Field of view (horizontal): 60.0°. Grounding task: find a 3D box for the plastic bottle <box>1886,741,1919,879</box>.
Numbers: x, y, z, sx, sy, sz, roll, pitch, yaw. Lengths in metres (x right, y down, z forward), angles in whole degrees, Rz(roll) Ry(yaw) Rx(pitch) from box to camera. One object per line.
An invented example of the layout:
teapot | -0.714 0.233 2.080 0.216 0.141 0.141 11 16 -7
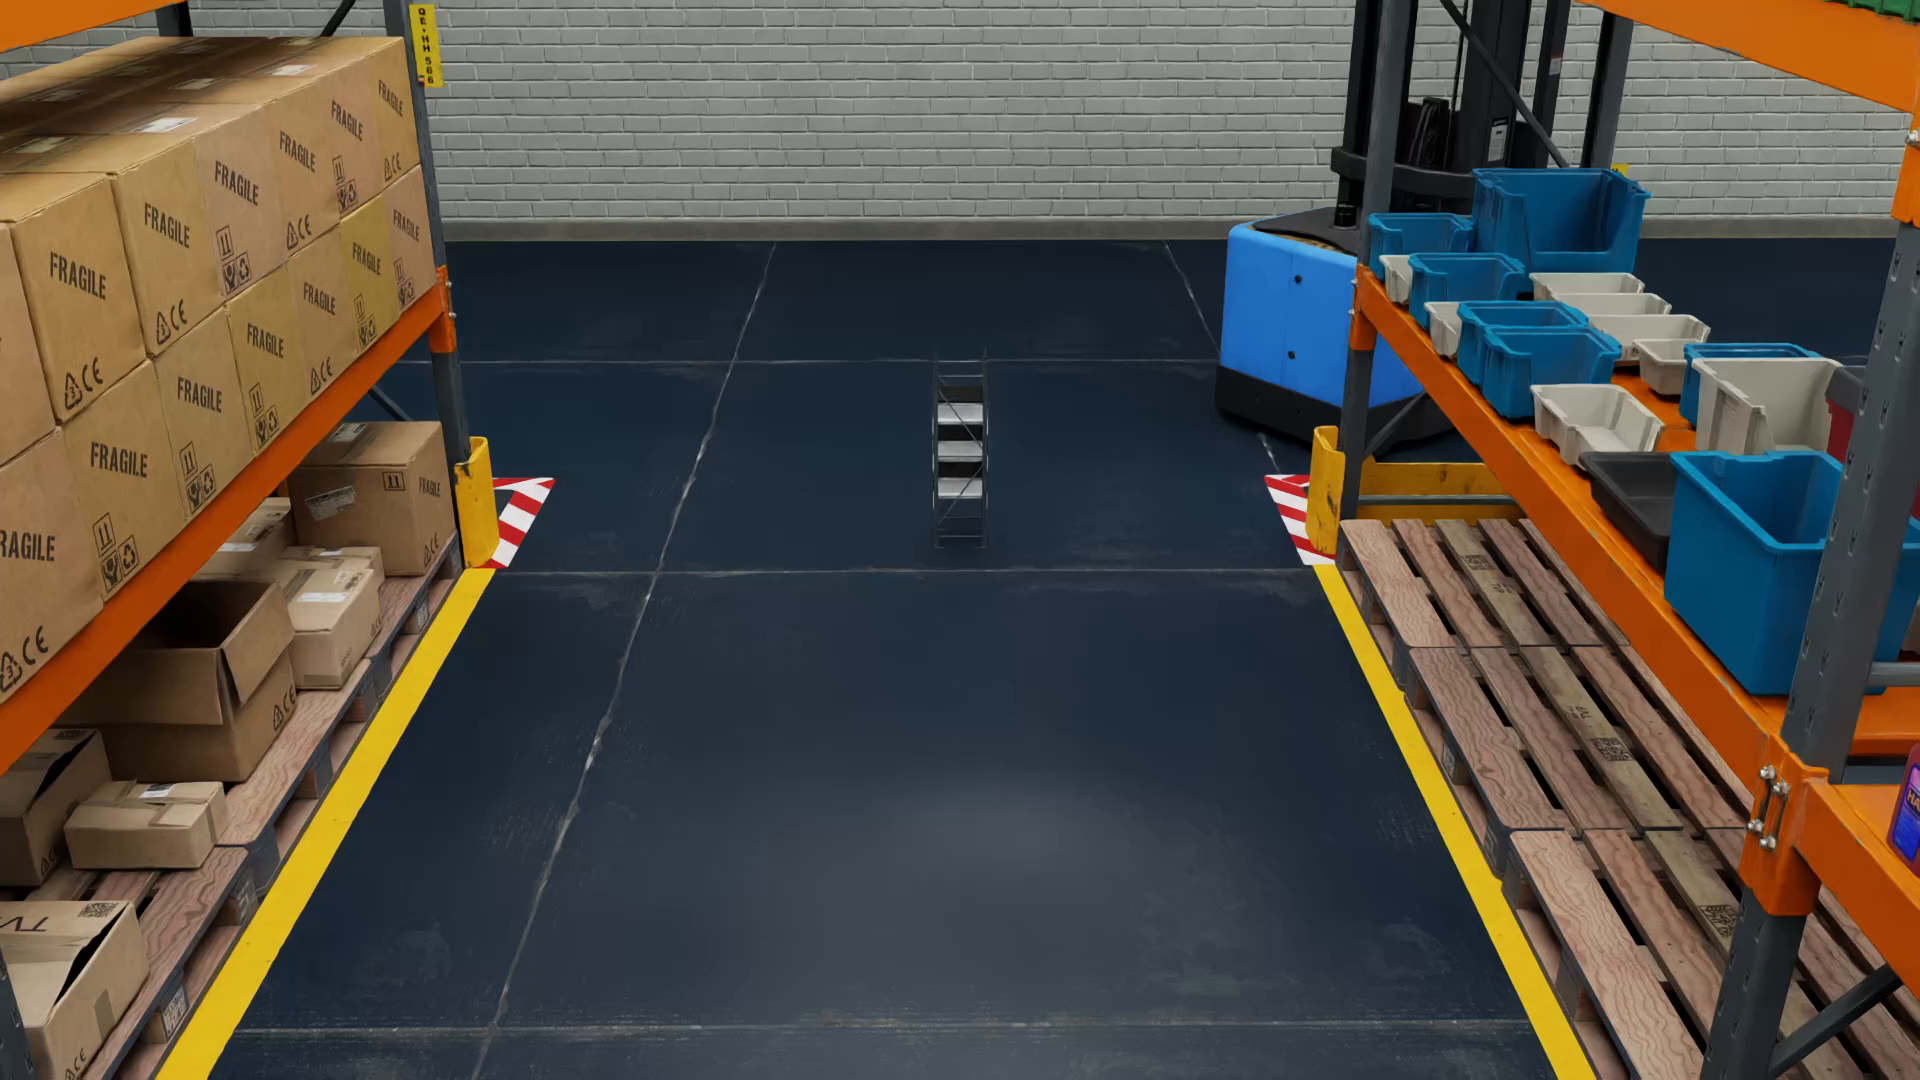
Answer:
plastic bottle | 1.850 0.492 3.163 0.061 0.283 0.133 0 24 -1

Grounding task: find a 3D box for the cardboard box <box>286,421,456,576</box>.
cardboard box | -2.471 -0.180 7.008 0.500 0.500 0.500 0 24 -1

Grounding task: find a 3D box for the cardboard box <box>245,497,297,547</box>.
cardboard box | -3.063 -0.069 7.188 0.380 0.149 0.250 0 24 -1

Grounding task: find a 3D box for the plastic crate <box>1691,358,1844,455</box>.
plastic crate | 2.441 -0.317 4.883 0.437 0.282 0.530 0 24 -1

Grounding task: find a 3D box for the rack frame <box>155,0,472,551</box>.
rack frame | -2.724 -1.342 7.076 1.000 3.000 0.127 0 24 -1

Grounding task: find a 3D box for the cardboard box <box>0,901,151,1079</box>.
cardboard box | -2.468 1.157 4.280 0.500 0.311 0.500 0 24 -1

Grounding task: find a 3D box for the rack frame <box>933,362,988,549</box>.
rack frame | 0.001 -0.371 7.479 0.240 0.900 0.006 0 24 -1

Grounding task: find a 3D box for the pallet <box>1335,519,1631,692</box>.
pallet | 2.200 0.248 6.945 1.003 0.211 1.213 0 24 -1

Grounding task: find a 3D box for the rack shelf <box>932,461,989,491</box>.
rack shelf | 0.000 -0.301 7.623 0.258 0.077 0.200 0 24 -1

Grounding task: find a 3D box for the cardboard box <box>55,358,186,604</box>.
cardboard box | -2.422 -0.161 4.345 0.500 0.500 0.500 0 24 0

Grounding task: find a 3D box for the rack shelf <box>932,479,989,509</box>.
rack shelf | 0.000 -0.219 7.660 0.258 0.077 0.200 0 24 -1

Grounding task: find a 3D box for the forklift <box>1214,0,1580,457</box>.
forklift | 2.895 -2.238 9.142 3.031 2.935 1.130 -17 30 -33

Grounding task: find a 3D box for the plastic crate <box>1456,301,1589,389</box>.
plastic crate | 1.917 -0.668 5.716 0.416 0.233 0.300 0 24 -1

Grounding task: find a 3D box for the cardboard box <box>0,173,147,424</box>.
cardboard box | -2.410 -0.602 4.107 0.500 0.500 0.500 -1 24 -2

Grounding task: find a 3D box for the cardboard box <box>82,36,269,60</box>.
cardboard box | -2.983 -1.659 6.443 0.500 0.500 0.500 0 24 1

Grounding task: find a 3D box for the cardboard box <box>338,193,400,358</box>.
cardboard box | -2.437 -0.990 6.178 0.500 0.500 0.500 0 24 0

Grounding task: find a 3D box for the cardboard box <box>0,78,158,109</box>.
cardboard box | -2.969 -1.237 5.510 0.500 0.500 0.500 0 24 0

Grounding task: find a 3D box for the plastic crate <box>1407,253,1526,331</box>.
plastic crate | 1.910 -0.939 6.316 0.416 0.233 0.300 0 24 -1

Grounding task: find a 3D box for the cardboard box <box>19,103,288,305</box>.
cardboard box | -2.422 -1.027 5.046 0.500 0.500 0.500 0 24 1

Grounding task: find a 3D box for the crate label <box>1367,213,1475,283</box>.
crate label | 1.903 -1.210 6.916 0.416 0.233 0.303 0 24 -1

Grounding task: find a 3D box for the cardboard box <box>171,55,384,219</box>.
cardboard box | -2.438 -1.452 5.986 0.500 0.500 0.500 0 24 1

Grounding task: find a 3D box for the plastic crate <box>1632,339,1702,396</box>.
plastic crate | 2.457 -0.578 5.636 0.298 0.136 0.250 0 24 -1

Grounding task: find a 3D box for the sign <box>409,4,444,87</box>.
sign | -2.169 -2.007 6.760 0.100 0.325 0.005 0 24 -1

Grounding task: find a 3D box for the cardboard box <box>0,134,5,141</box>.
cardboard box | -2.958 -0.820 4.589 0.500 0.500 0.500 0 24 0

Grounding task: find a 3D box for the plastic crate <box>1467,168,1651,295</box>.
plastic crate | 2.420 -1.269 6.799 0.616 0.435 0.499 0 24 -1

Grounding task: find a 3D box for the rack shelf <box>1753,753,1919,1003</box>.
rack shelf | 2.295 1.438 1.804 1.077 0.370 4.000 0 24 -1

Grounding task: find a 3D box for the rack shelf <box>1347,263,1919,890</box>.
rack shelf | 2.251 -0.210 5.448 1.077 0.370 4.000 0 24 -1

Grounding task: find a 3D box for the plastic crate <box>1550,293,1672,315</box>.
plastic crate | 2.408 -0.815 6.159 0.396 0.136 0.243 0 24 -1

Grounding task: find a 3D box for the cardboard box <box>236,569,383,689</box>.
cardboard box | -2.491 0.325 6.193 0.500 0.250 0.500 0 24 -1

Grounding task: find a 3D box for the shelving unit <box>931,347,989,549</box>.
shelving unit | 0.000 -0.413 7.572 0.258 0.900 0.210 0 24 -1

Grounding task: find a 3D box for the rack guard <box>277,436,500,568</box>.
rack guard | -2.723 -0.171 7.522 1.175 0.500 0.348 0 24 -1

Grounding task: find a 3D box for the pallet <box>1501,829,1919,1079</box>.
pallet | 2.226 1.254 4.722 1.003 0.211 1.213 0 24 -1

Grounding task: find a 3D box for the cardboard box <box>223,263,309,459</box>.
cardboard box | -2.432 -0.577 5.264 0.500 0.500 0.500 -1 24 -1

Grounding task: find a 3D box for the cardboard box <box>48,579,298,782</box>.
cardboard box | -2.706 0.470 5.567 0.797 0.503 0.637 0 24 -1

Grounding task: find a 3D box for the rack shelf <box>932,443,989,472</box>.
rack shelf | 0.000 -0.383 7.586 0.258 0.077 0.200 0 24 -1

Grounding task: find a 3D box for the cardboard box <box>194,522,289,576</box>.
cardboard box | -2.996 0.142 6.598 0.500 0.250 0.500 0 24 -1

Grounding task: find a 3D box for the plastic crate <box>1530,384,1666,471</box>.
plastic crate | 1.953 -0.337 5.103 0.293 0.136 0.466 0 24 -1

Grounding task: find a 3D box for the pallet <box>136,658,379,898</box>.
pallet | -2.703 0.790 5.746 1.003 0.211 1.213 0 24 -1

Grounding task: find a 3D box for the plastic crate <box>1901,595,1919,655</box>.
plastic crate | 2.411 0.186 3.945 0.396 0.136 0.243 0 24 -1
